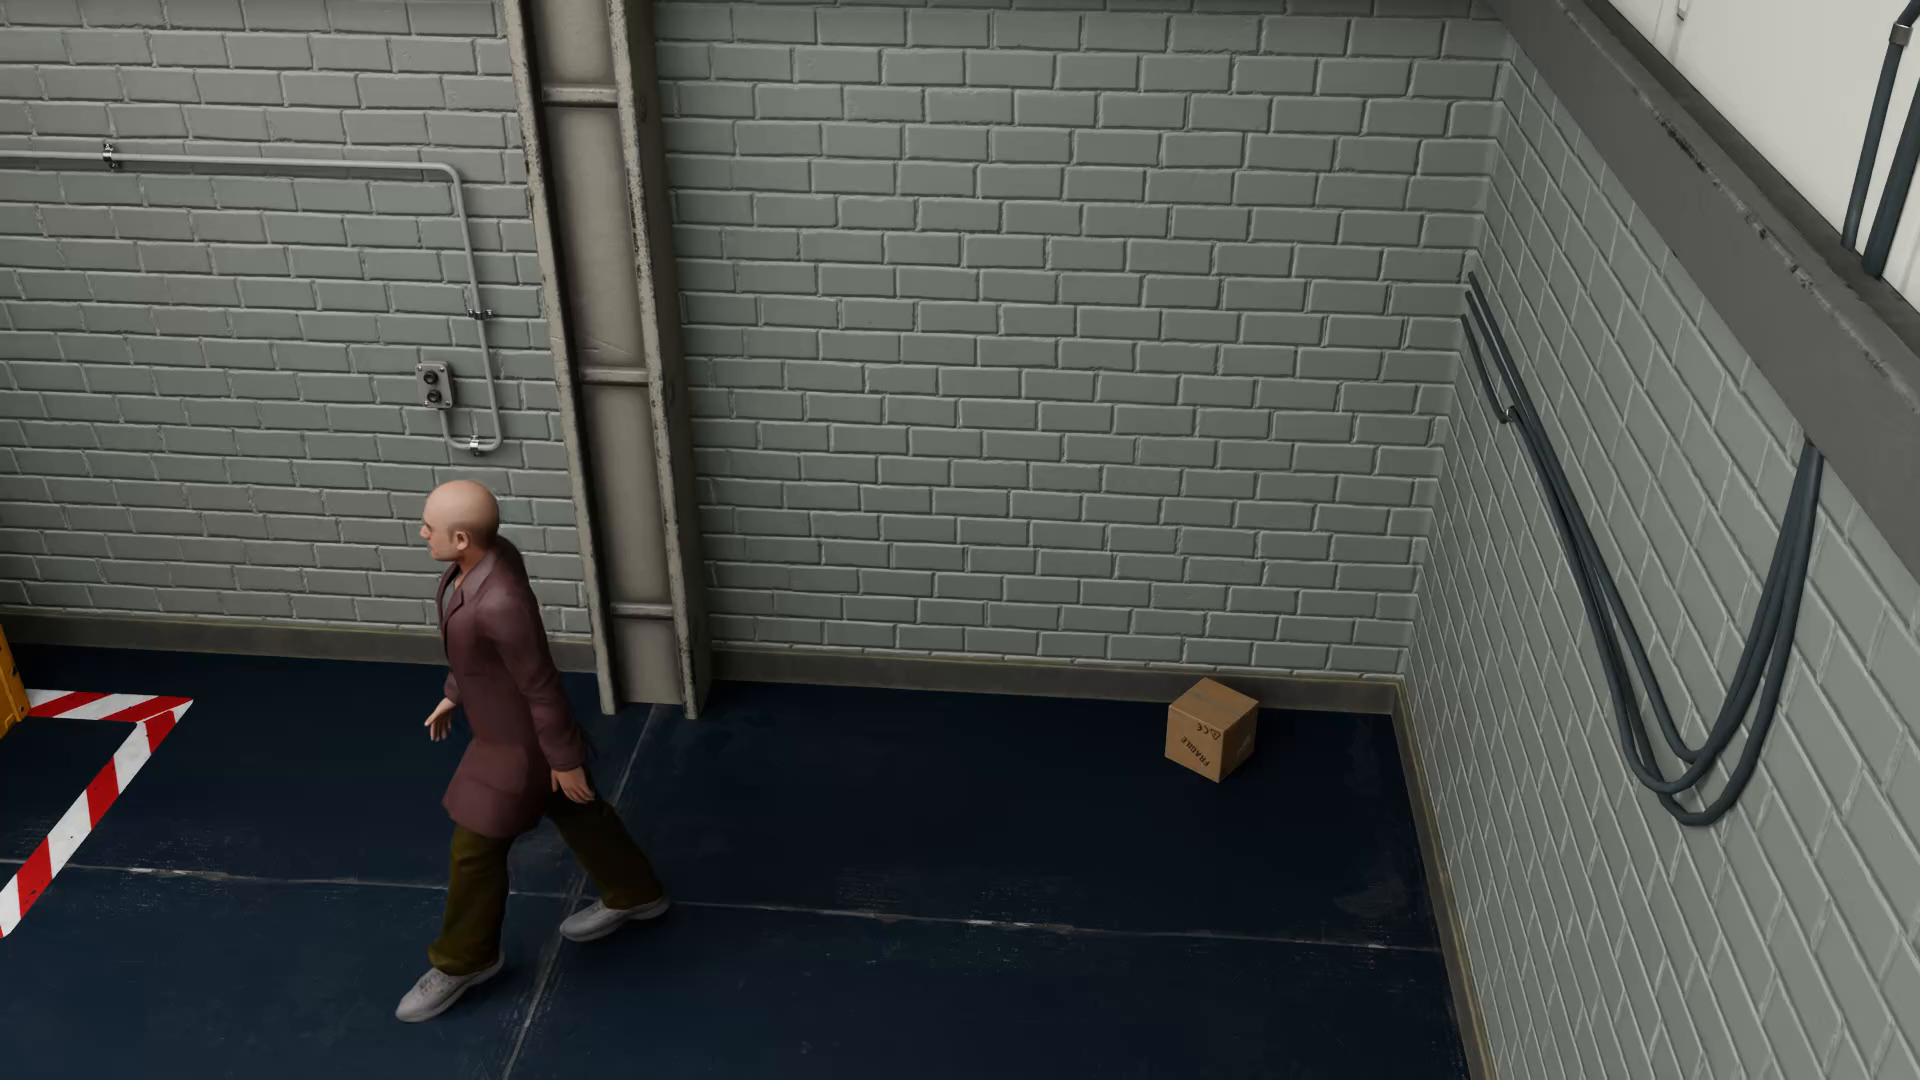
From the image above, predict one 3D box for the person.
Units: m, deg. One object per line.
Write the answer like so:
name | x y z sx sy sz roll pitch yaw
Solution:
person | -1.430 0.605 5.160 0.911 1.782 0.610 -9 33 -14
